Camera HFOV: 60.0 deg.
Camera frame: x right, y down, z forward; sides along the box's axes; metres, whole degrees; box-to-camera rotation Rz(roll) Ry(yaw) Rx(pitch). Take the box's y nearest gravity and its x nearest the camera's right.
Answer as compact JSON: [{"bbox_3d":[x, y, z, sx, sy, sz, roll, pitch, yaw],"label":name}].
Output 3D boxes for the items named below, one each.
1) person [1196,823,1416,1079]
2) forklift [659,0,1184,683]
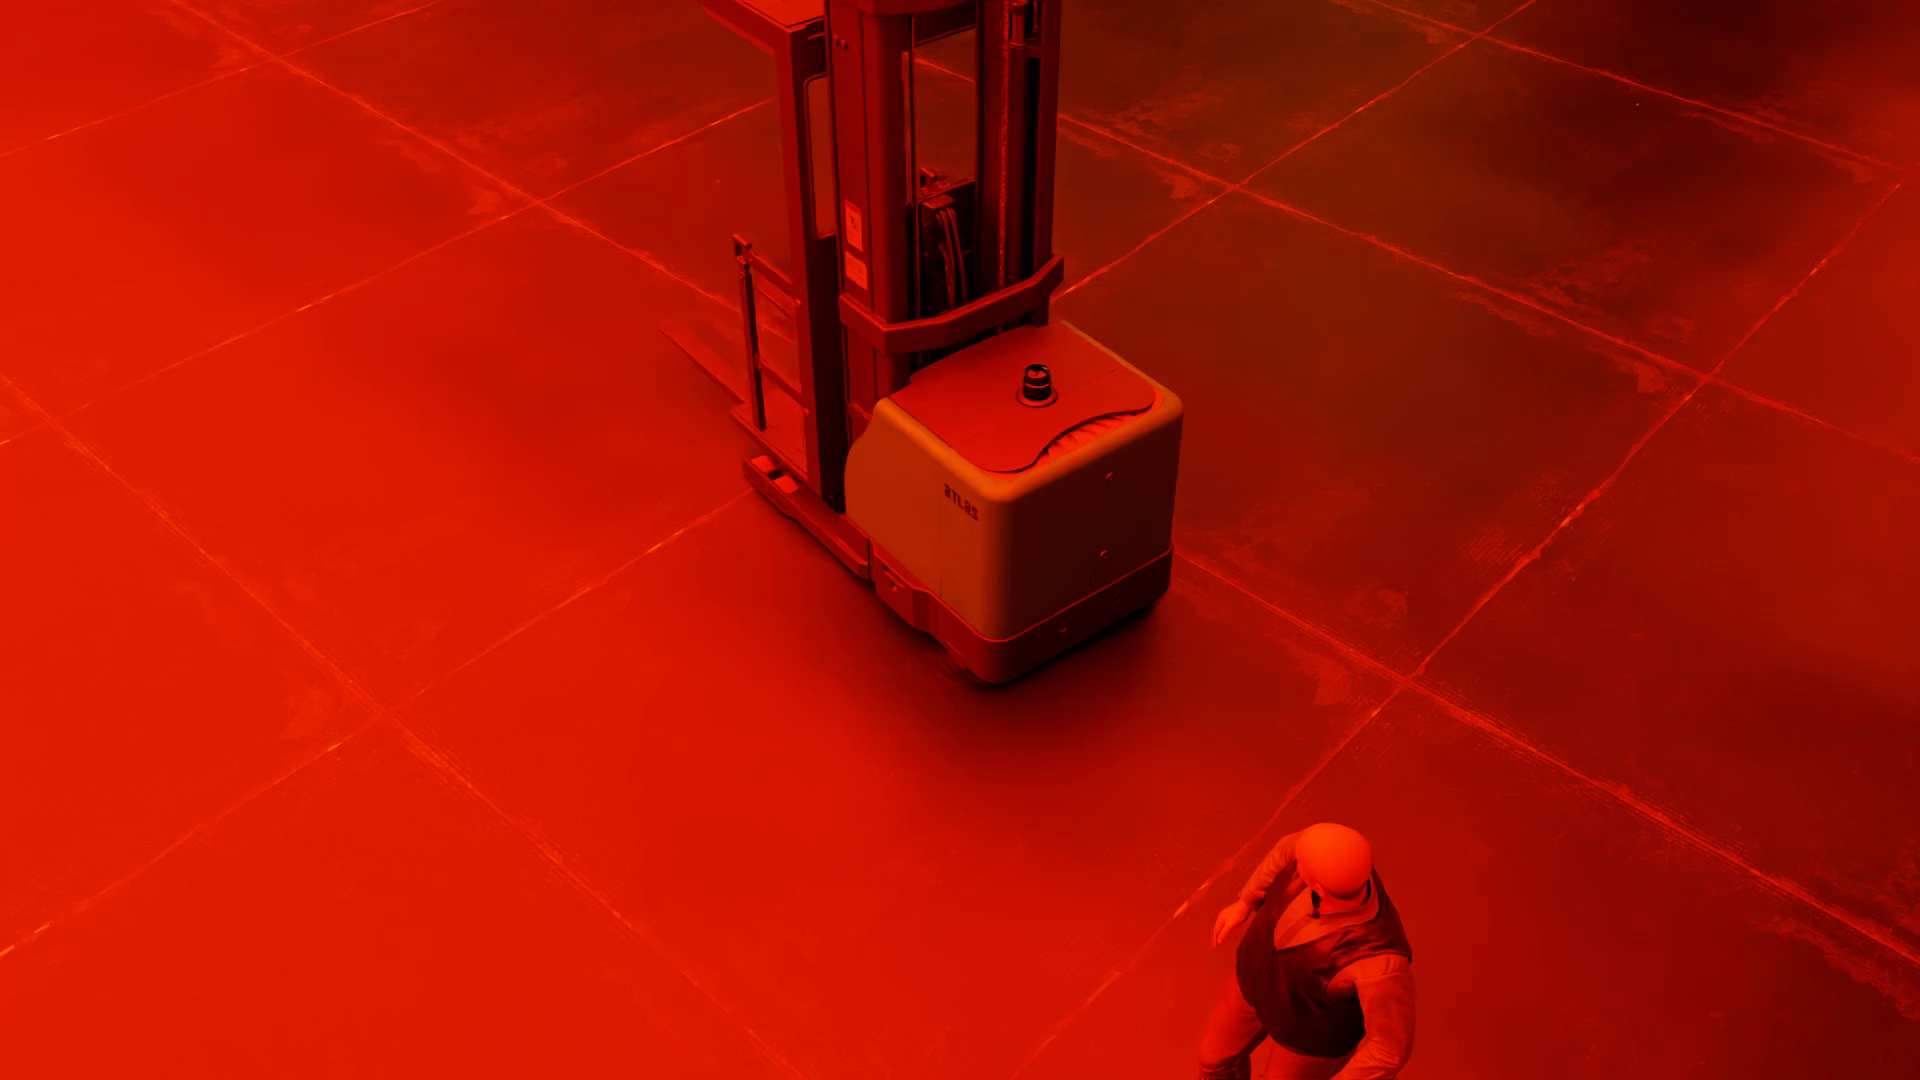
[{"bbox_3d":[0.933,1.380,4.765,0.513,1.704,0.731,-19,44,-20],"label":"person"},{"bbox_3d":[-0.378,-1.425,7.089,1.130,2.935,3.031,-27,47,-28],"label":"forklift"}]
